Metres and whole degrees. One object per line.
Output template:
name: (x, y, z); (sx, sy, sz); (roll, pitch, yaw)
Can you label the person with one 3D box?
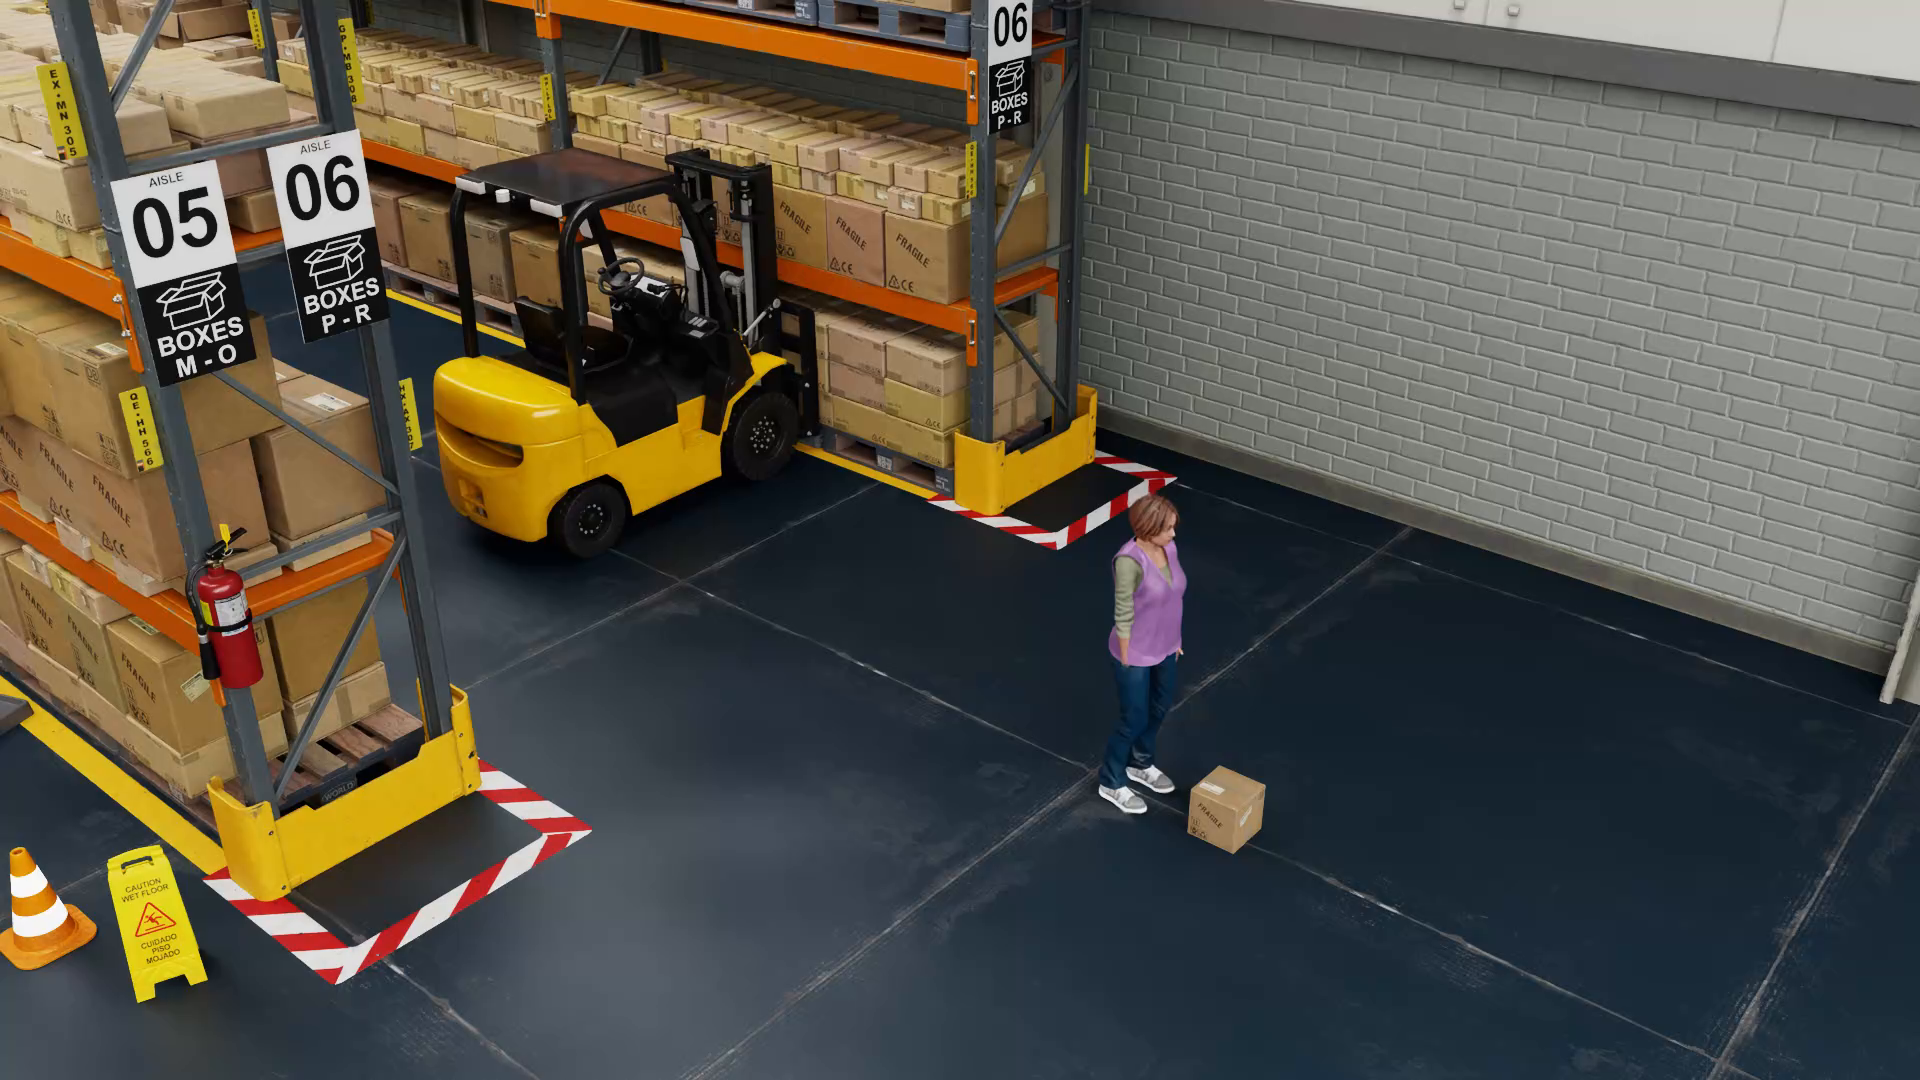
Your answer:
person: (0.858, 0.513, 7.677); (0.304, 1.581, 0.391); (22, 35, 35)
